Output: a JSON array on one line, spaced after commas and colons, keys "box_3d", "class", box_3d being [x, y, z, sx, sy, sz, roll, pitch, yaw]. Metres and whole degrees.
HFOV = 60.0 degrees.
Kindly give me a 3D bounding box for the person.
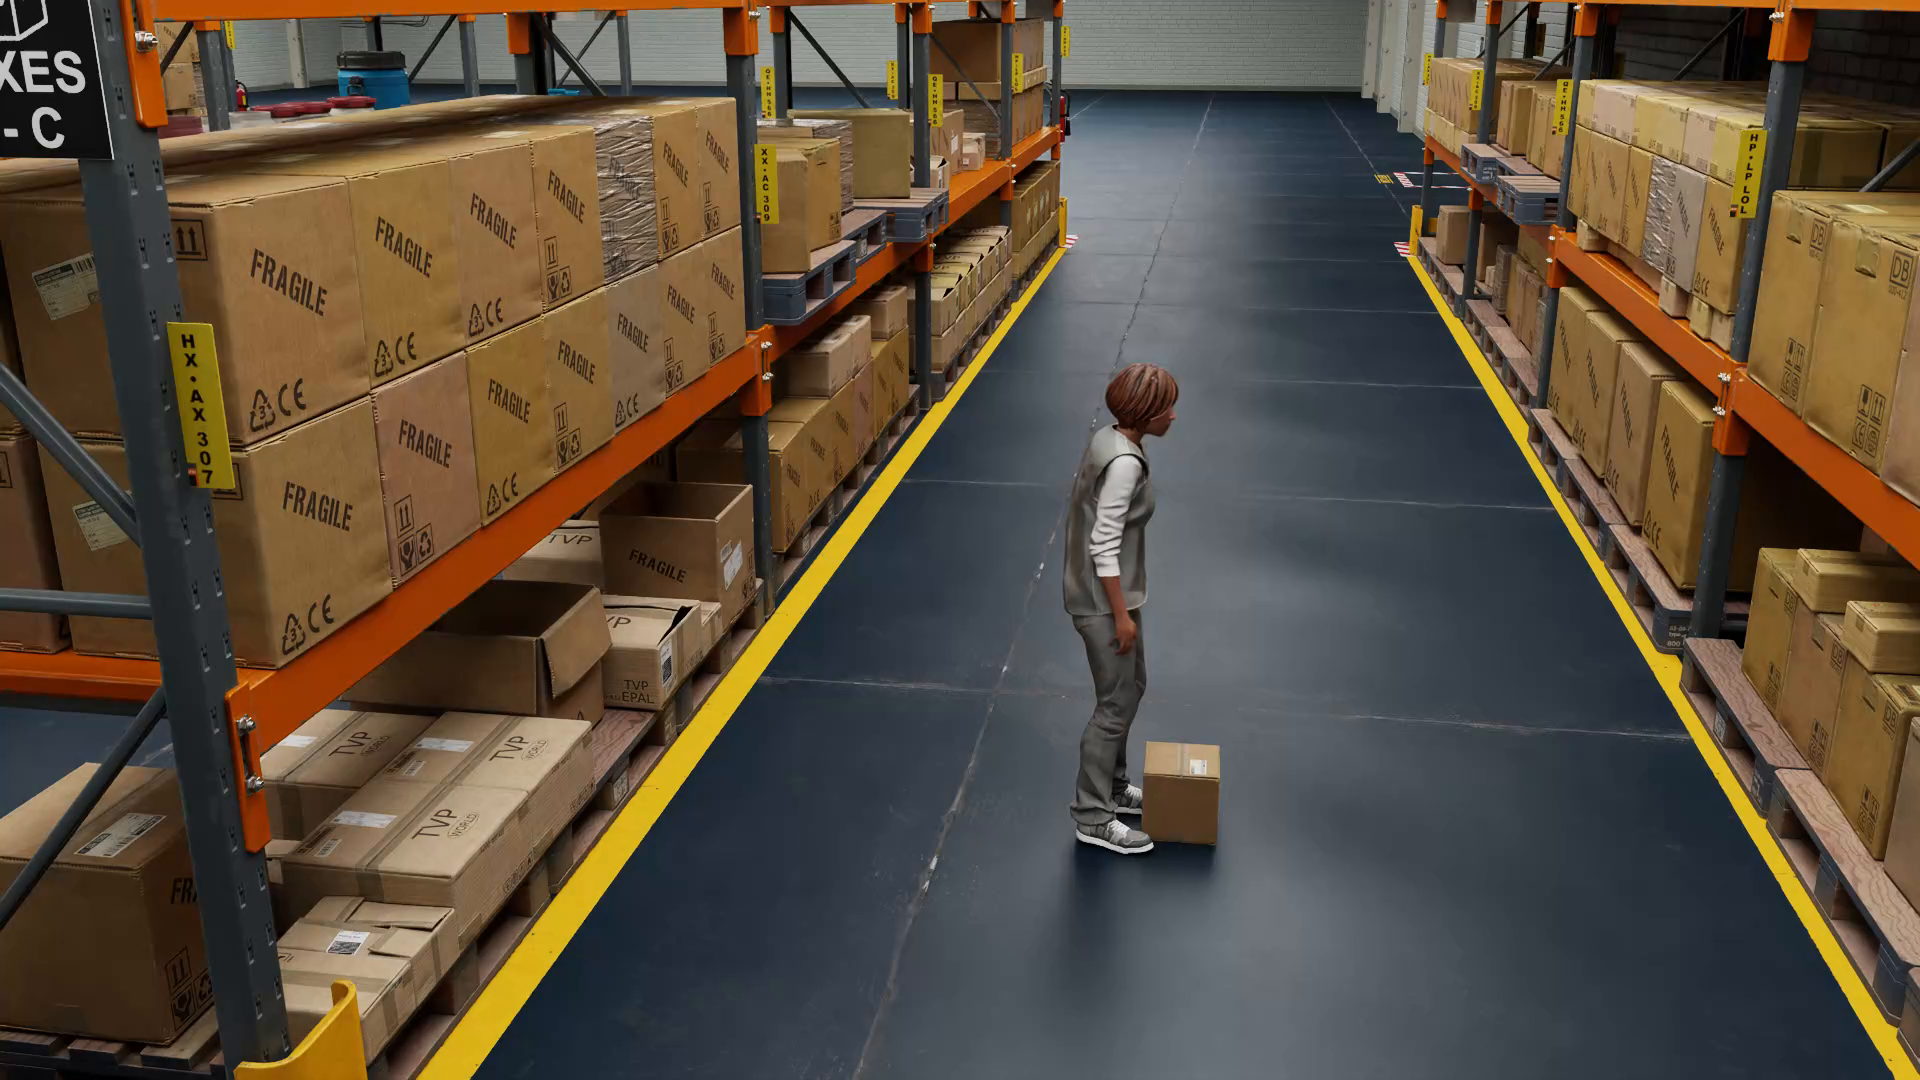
[{"box_3d": [0.519, 0.208, 5.443, 0.367, 1.592, 0.473, 3, 18, 8], "class": "person"}]
